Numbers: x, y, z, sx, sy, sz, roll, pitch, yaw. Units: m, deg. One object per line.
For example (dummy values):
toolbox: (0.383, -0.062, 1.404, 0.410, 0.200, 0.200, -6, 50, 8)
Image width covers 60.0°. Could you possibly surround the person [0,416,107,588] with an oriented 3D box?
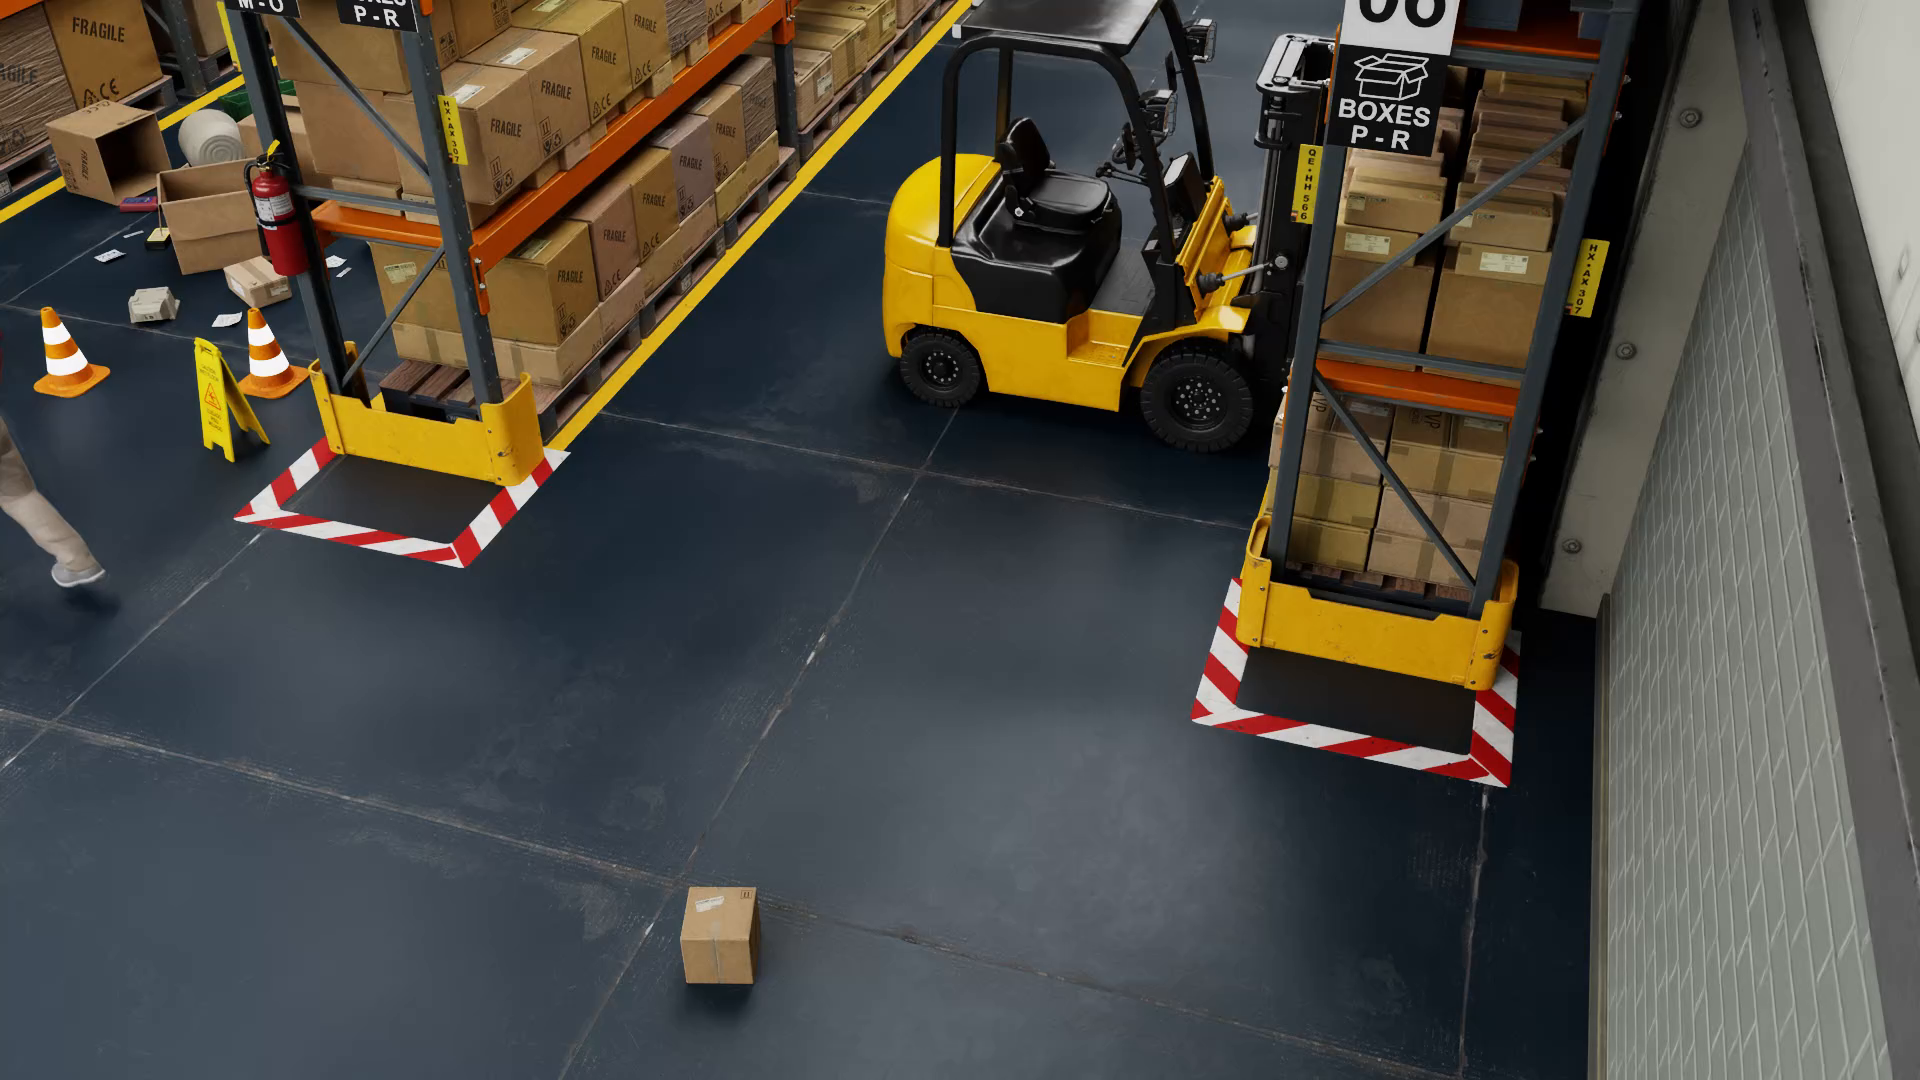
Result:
person: (-4.553, -0.465, 7.530, 1.029, 1.674, 0.526, 14, 39, 18)
